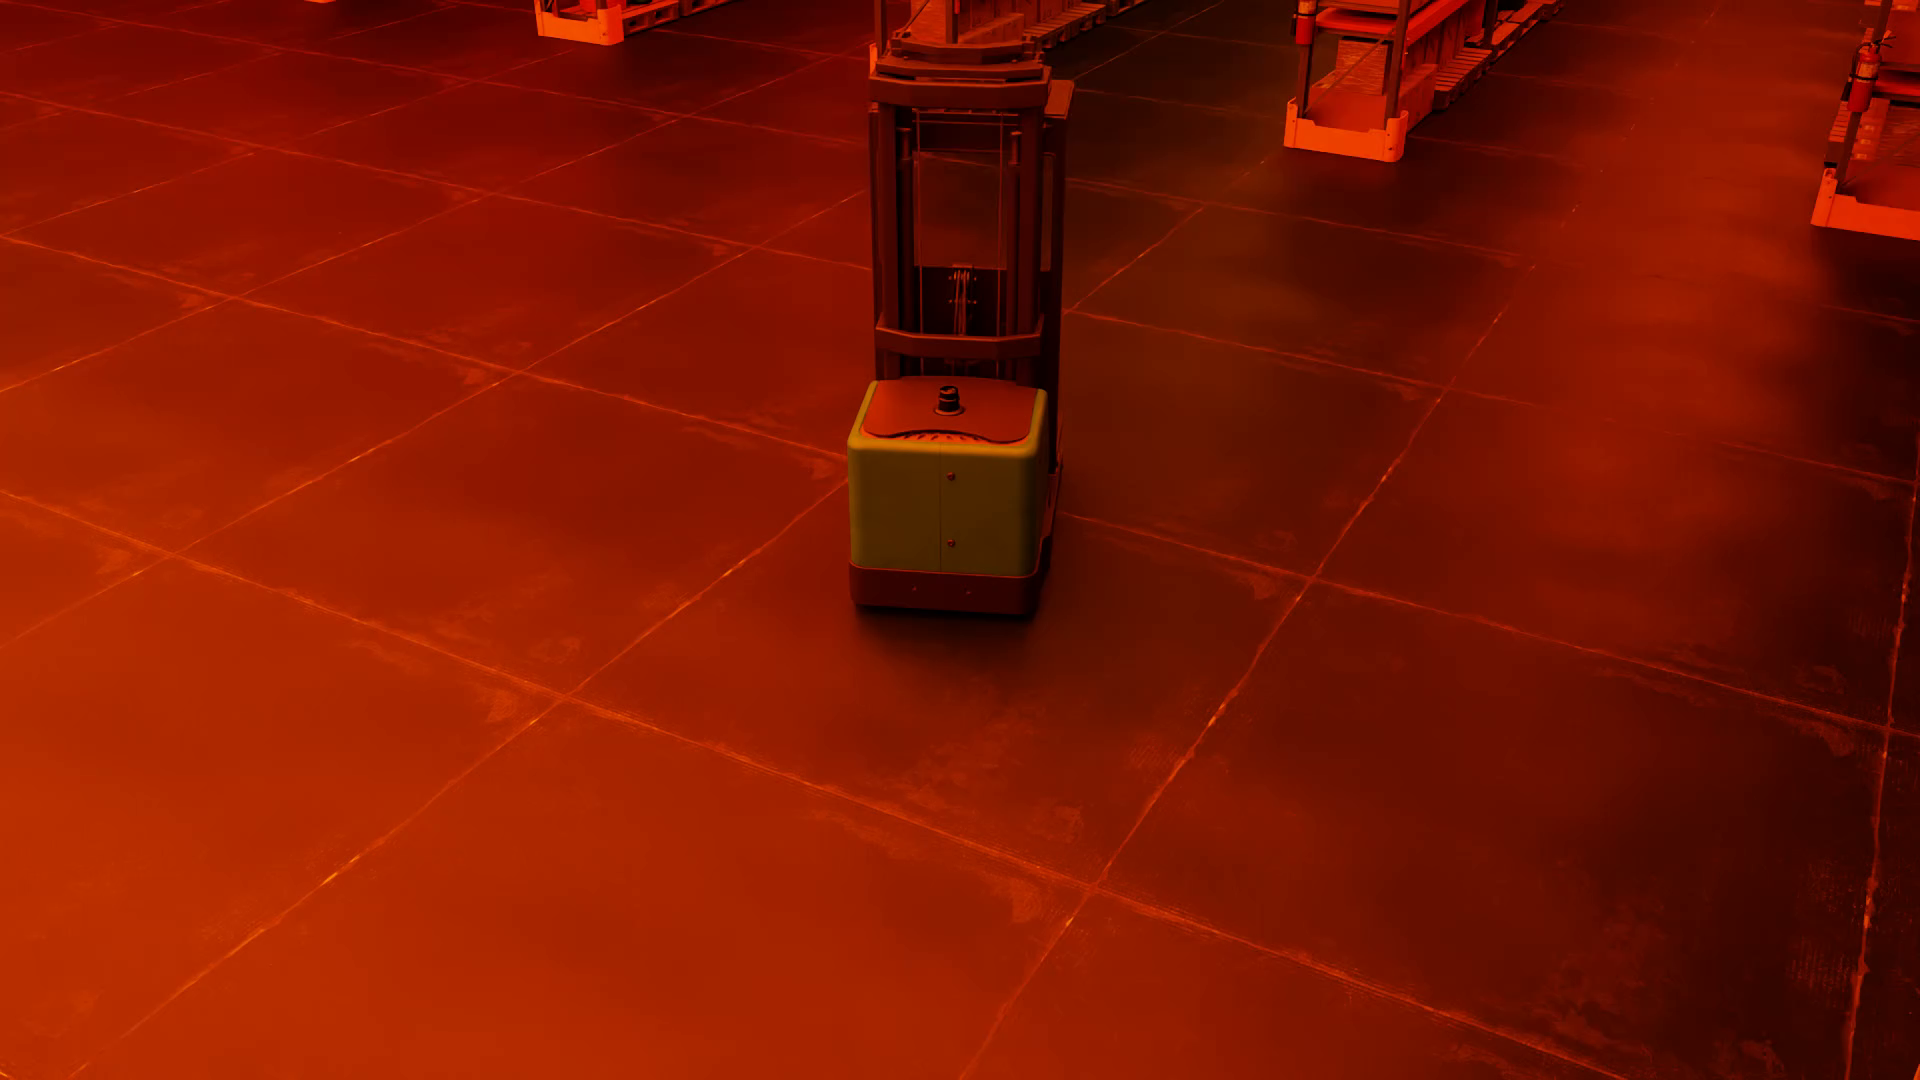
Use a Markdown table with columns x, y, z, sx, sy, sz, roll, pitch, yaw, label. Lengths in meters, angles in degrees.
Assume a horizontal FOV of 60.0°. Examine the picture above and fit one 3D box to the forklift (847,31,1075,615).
| x | y | z | sx | sy | sz | roll | pitch | yaw | label |
| --- | --- | --- | --- | --- | --- | --- | --- | --- | --- |
| 0.072 | -1.572 | 9.794 | 1.130 | 2.935 | 3.031 | 3 | 30 | 6 | forklift |
